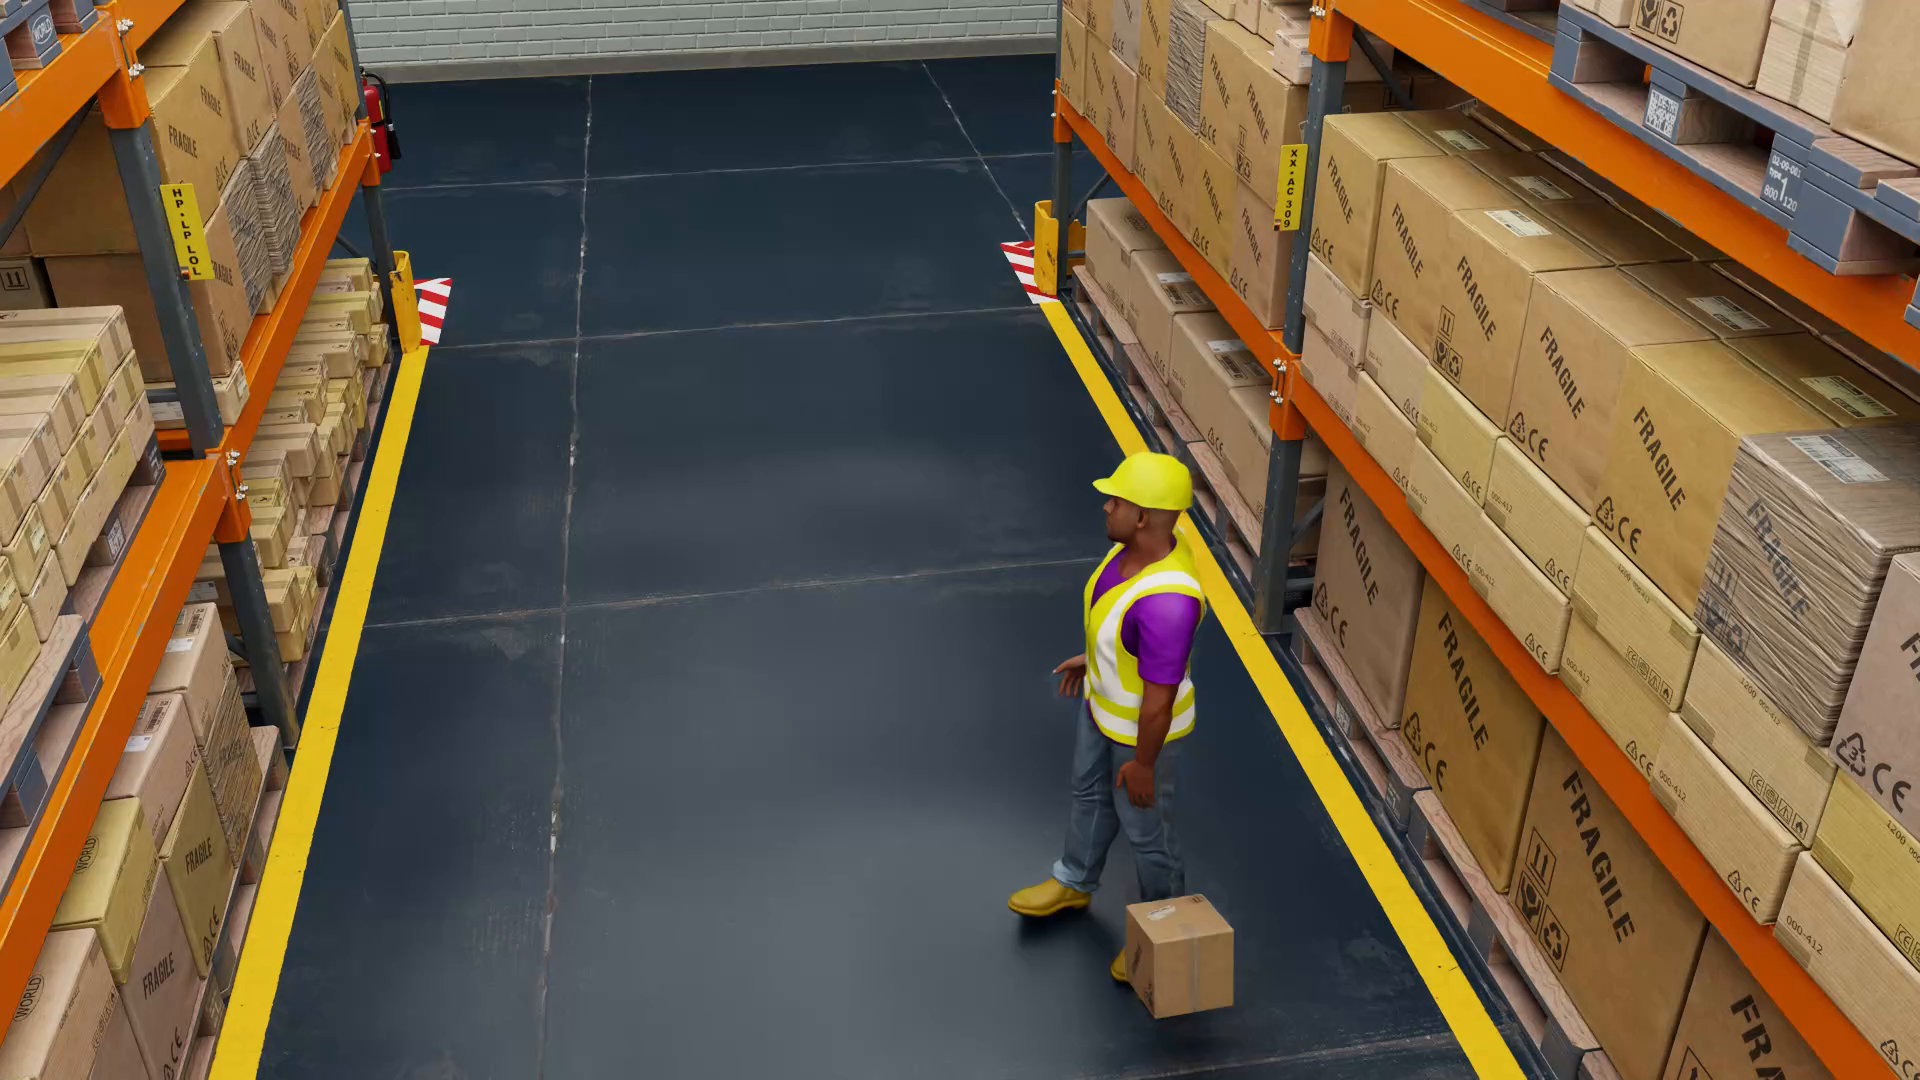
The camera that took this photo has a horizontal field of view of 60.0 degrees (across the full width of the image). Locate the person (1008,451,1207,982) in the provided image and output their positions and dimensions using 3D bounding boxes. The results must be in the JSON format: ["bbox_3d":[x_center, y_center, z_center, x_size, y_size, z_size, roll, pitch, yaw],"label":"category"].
[{"bbox_3d":[0.447,0.541,5.142,0.549,1.765,0.632,-5,31,-9],"label":"person"}]
